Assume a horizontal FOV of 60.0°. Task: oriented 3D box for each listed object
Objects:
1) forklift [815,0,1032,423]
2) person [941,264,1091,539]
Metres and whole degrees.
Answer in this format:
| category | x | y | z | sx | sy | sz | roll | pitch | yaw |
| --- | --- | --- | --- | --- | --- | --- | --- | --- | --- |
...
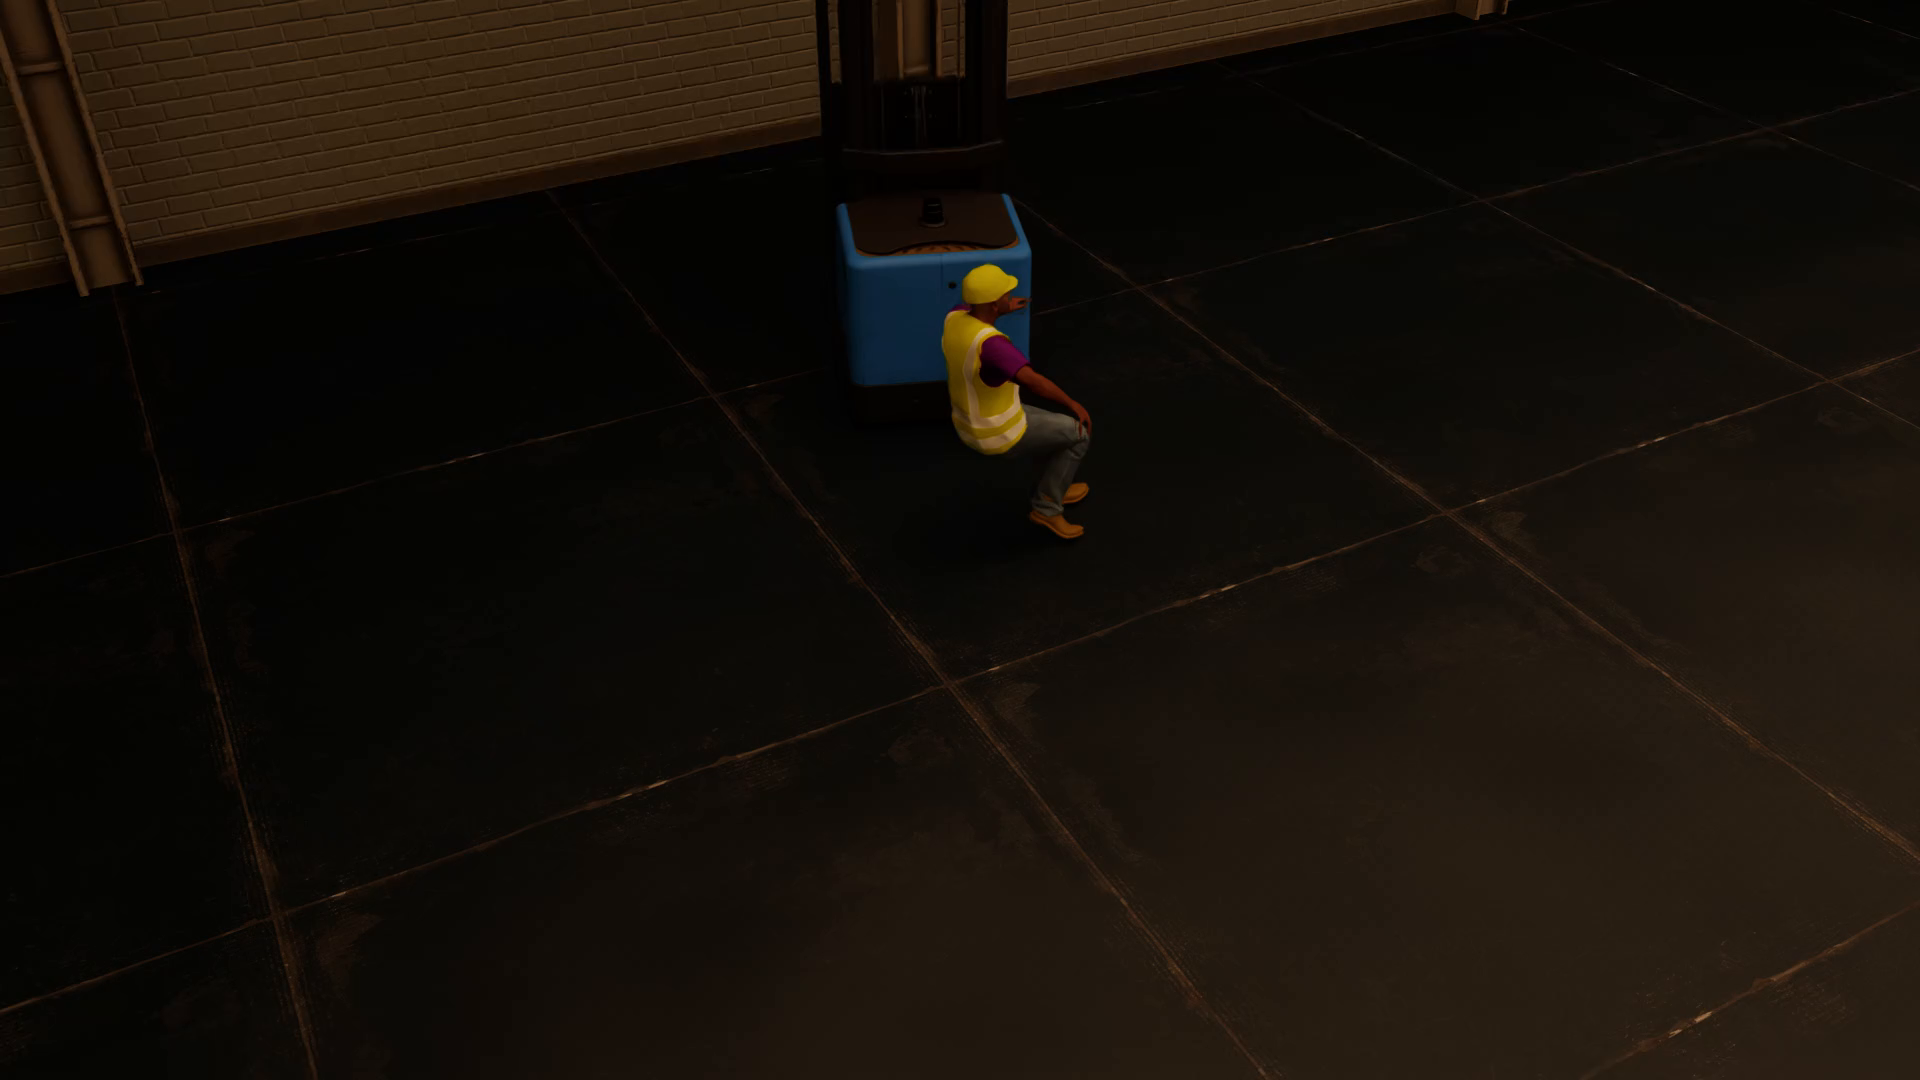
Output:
| category | x | y | z | sx | sy | sz | roll | pitch | yaw |
| --- | --- | --- | --- | --- | --- | --- | --- | --- | --- |
| forklift | -0.309 | -2.702 | 9.945 | 1.130 | 2.935 | 3.031 | -5 | 36 | -7 |
| person | 0.364 | -0.692 | 8.325 | 0.872 | 1.533 | 1.125 | -21 | 40 | -27 |
